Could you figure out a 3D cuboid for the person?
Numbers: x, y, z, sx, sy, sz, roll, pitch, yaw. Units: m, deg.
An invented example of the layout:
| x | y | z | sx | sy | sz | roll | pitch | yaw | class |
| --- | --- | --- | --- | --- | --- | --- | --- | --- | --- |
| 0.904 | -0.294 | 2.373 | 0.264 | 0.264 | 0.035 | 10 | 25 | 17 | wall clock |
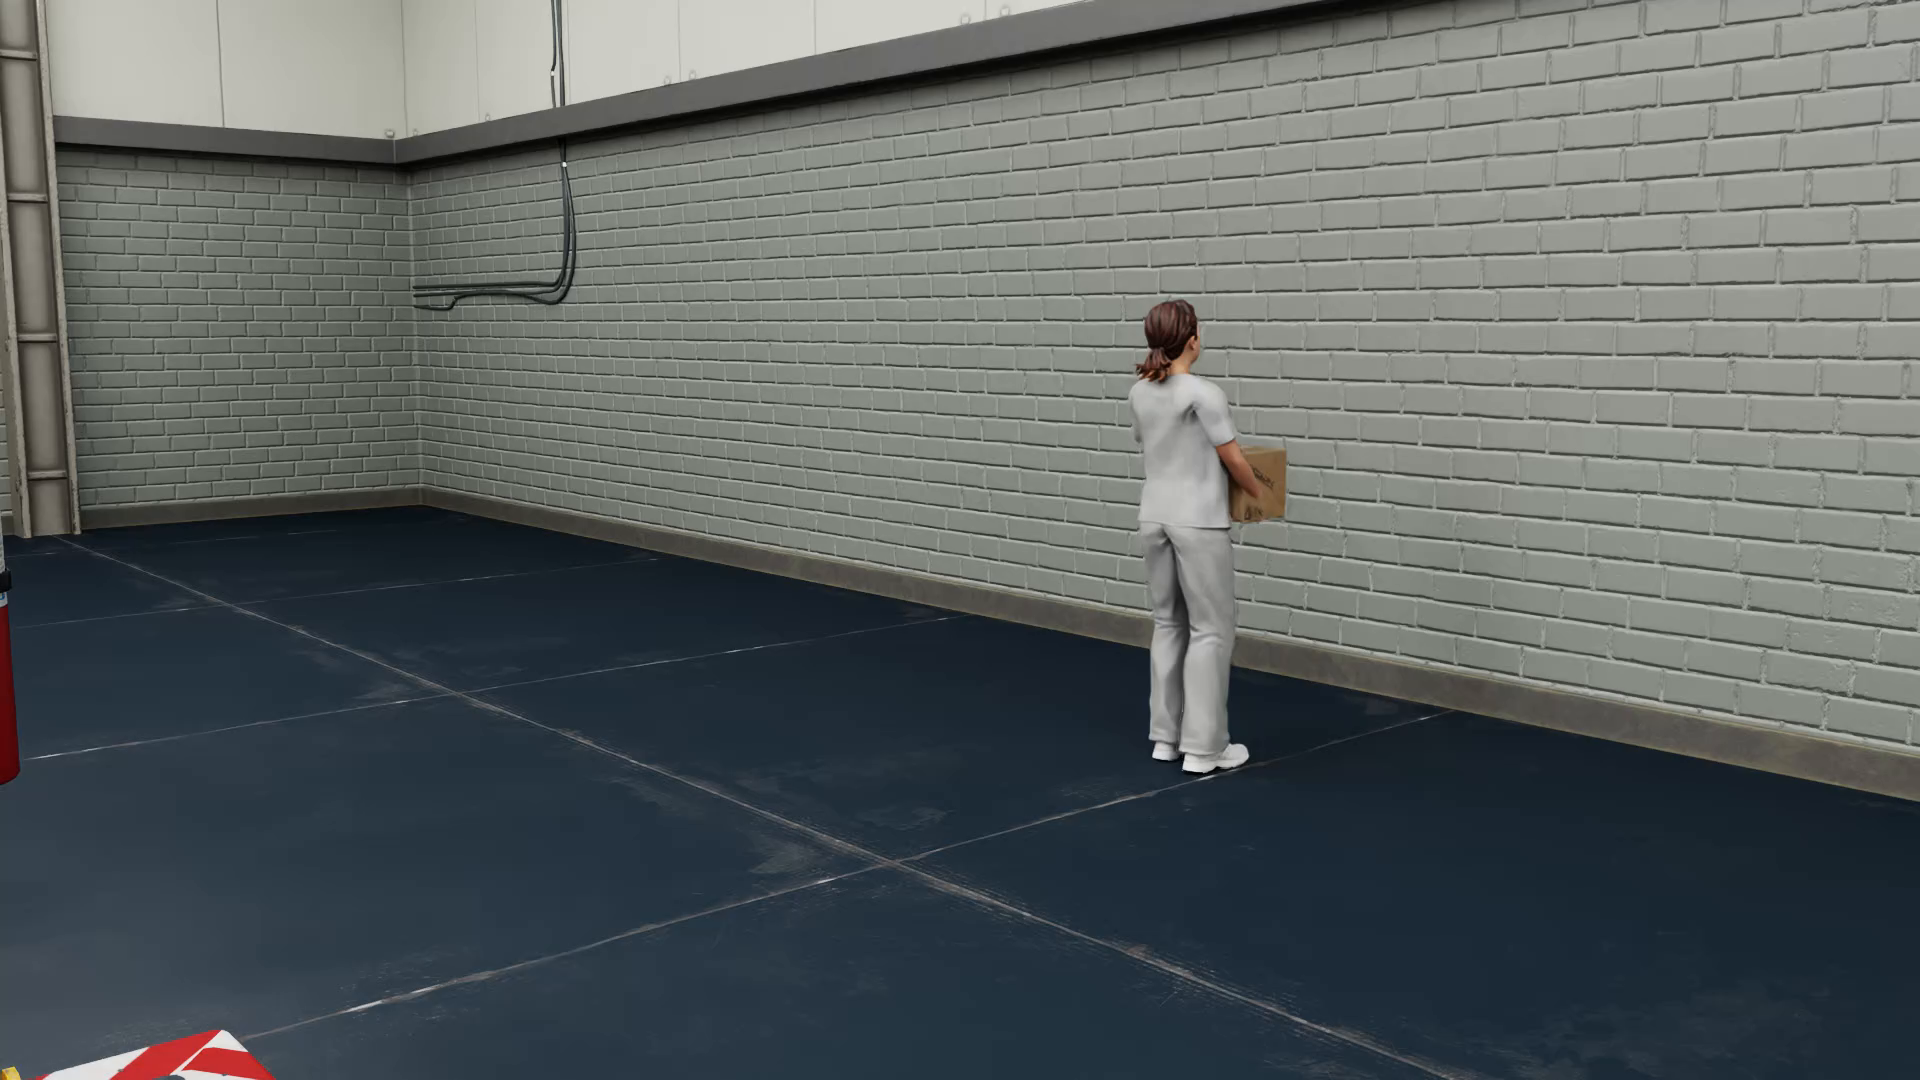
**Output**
| x | y | z | sx | sy | sz | roll | pitch | yaw | class |
| --- | --- | --- | --- | --- | --- | --- | --- | --- | --- |
| 0.851 | -0.028 | 6.020 | 0.548 | 1.669 | 0.443 | -7 | 10 | -42 | person |
